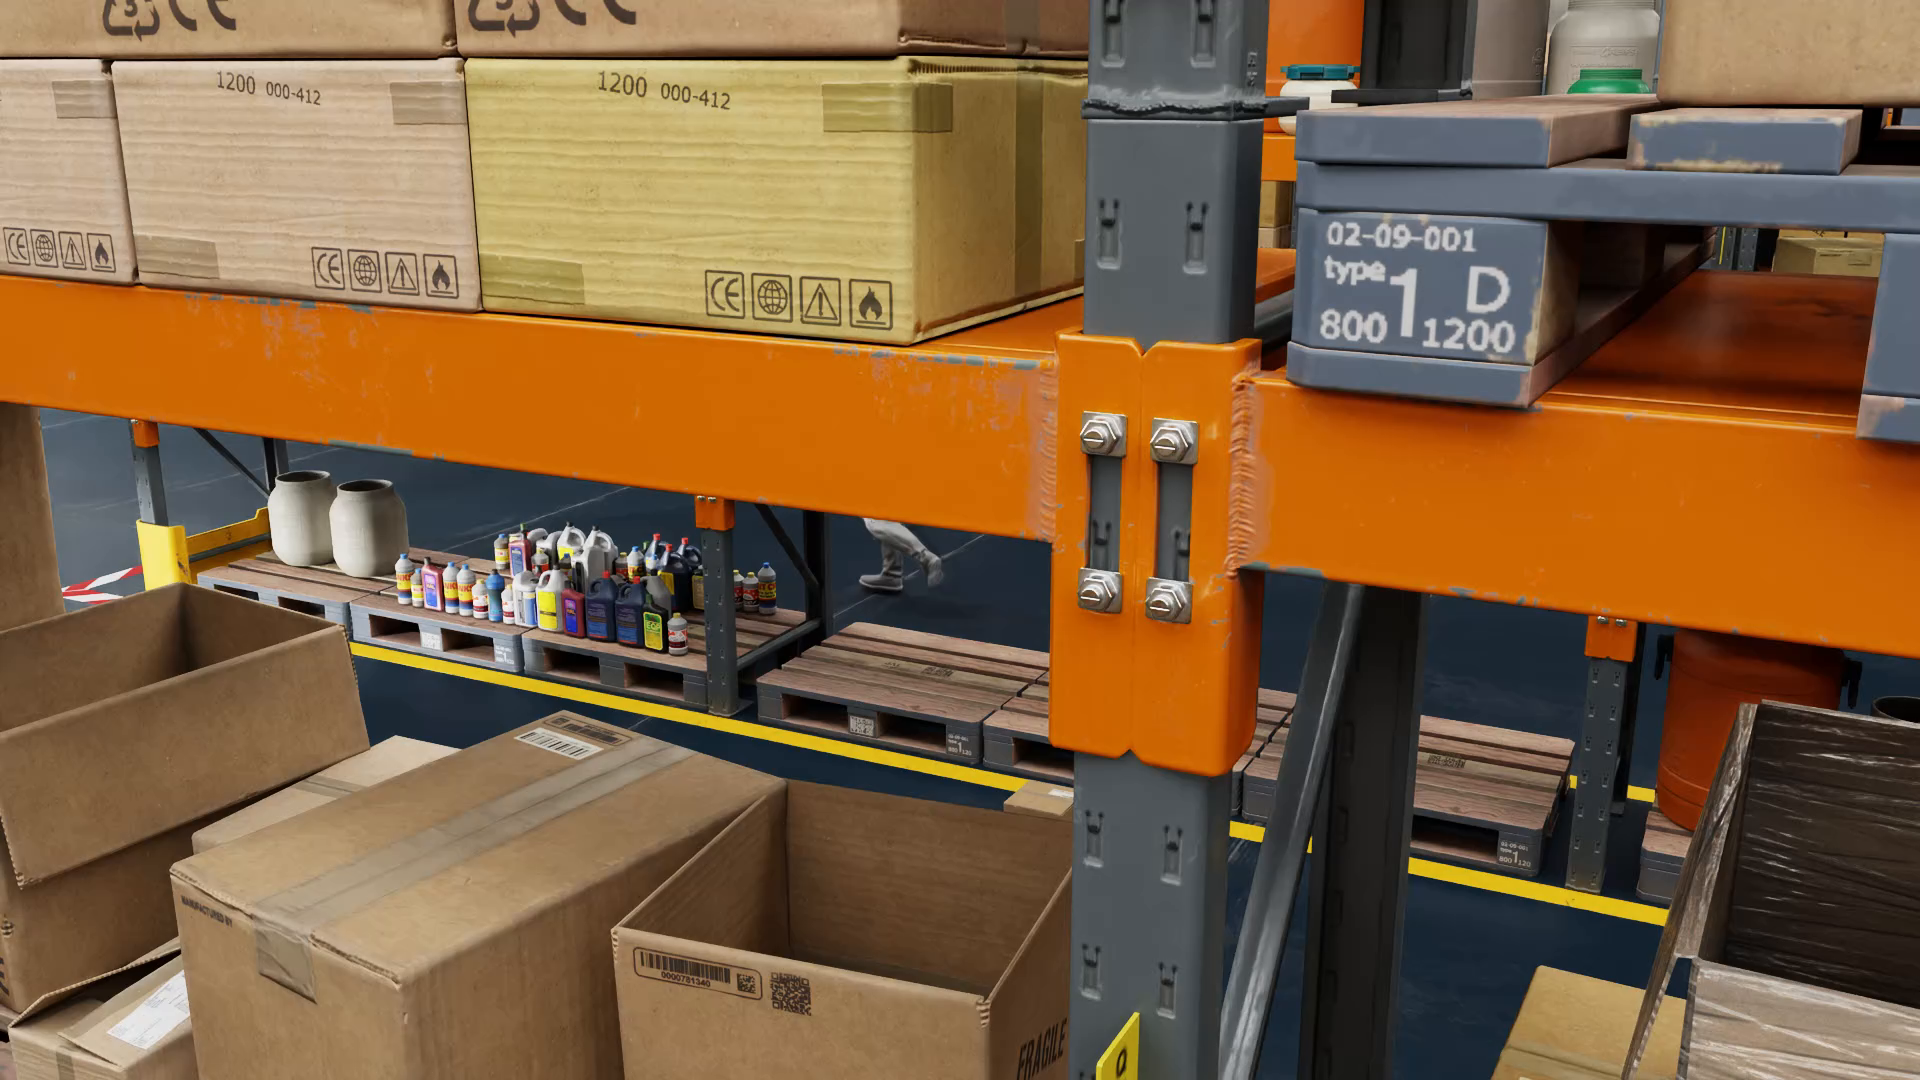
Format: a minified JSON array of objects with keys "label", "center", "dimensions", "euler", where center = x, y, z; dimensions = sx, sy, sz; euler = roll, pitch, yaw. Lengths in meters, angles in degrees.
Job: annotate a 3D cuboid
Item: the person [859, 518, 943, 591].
[{"label":"person","center":[-0.394,-0.466,9.697],"dimensions":[0.607,1.660,0.519],"euler":[10,18,30]}]
